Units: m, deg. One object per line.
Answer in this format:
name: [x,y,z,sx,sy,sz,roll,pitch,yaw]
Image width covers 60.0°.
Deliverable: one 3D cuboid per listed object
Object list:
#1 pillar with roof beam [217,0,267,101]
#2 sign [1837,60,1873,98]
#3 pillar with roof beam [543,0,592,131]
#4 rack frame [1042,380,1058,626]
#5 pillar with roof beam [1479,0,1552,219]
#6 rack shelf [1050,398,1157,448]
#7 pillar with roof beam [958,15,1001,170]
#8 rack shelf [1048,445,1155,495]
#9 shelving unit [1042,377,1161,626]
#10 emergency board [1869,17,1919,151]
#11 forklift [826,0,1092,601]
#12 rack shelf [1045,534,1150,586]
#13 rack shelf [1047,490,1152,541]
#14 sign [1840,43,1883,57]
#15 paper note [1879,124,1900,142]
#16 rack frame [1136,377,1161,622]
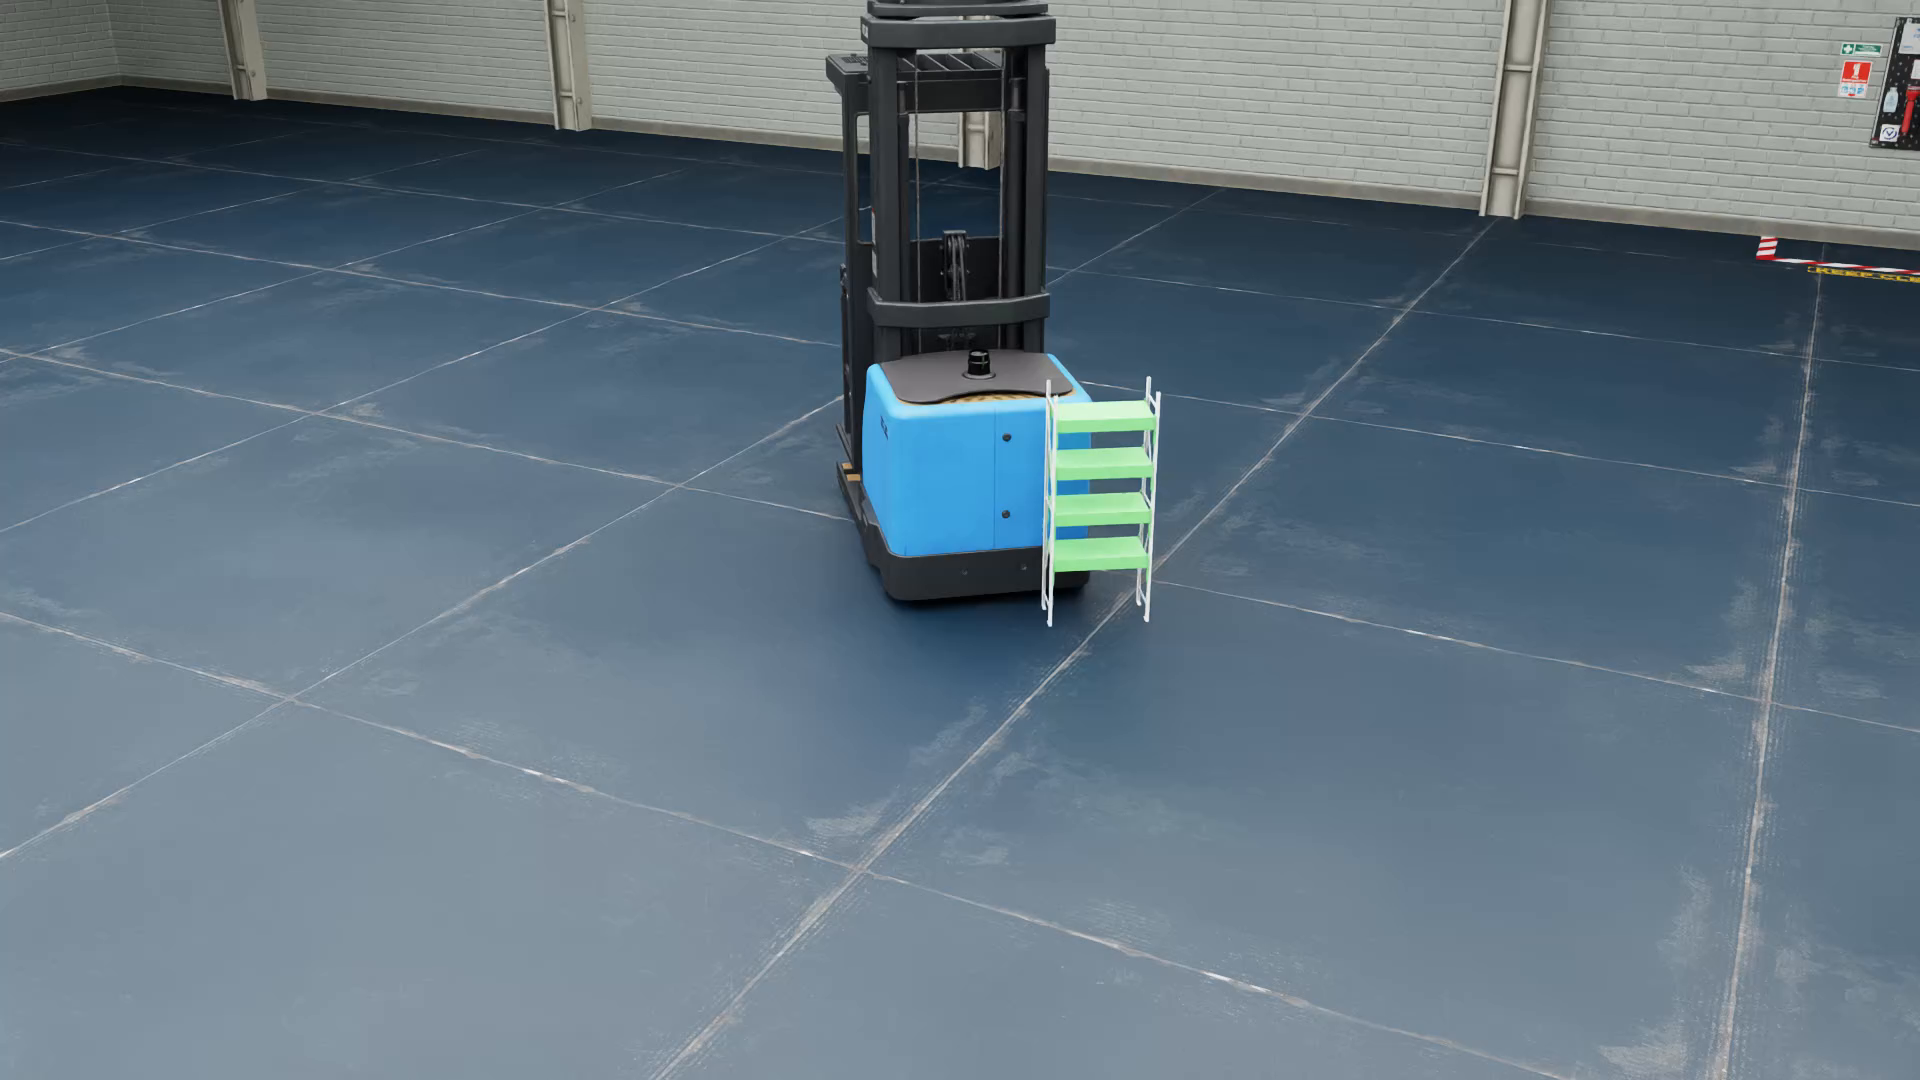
pillar with roof beam: [-12.427,-9.169,19.312,0.400,9.000,9.100,11,25,25]
sign: [8.298,-4.274,15.421,0.234,0.329,0.001,11,25,25]
pillar with roof beam: [-7.073,-8.109,16.820,0.400,9.000,9.100,11,25,25]
rack frame: [0.436,-0.170,8.110,0.015,1.200,0.240,-2,24,-6]
pillar with roof beam: [3.636,-5.991,11.838,0.400,9.000,9.100,11,25,25]
rack shelf: [0.679,-0.560,7.965,0.480,0.148,0.258,-2,24,-6]
pillar with roof beam: [-1.718,-7.050,14.329,0.400,9.000,9.100,11,25,25]
rack shelf: [0.679,-0.341,8.062,0.480,0.148,0.258,-2,24,-6]
shelving unit: [0.679,-0.180,8.134,0.503,1.200,0.258,-2,24,-6]
emergency board: [8.745,-4.124,15.113,0.643,1.169,0.194,11,25,25]
forklift: [-0.123,-1.591,9.245,1.130,2.935,3.031,-4,23,-10]
rack shelf: [0.678,0.098,8.257,0.480,0.148,0.258,-2,24,-6]
rack shelf: [0.679,-0.121,8.160,0.480,0.148,0.258,-2,24,-6]
sign: [8.298,-4.514,15.308,0.331,0.109,0.001,11,25,25]
paper note: [8.618,-3.774,15.416,0.142,0.148,0.016,11,25,25]
rack frame: [0.921,-0.190,8.158,0.015,1.200,0.240,-2,24,-6]
